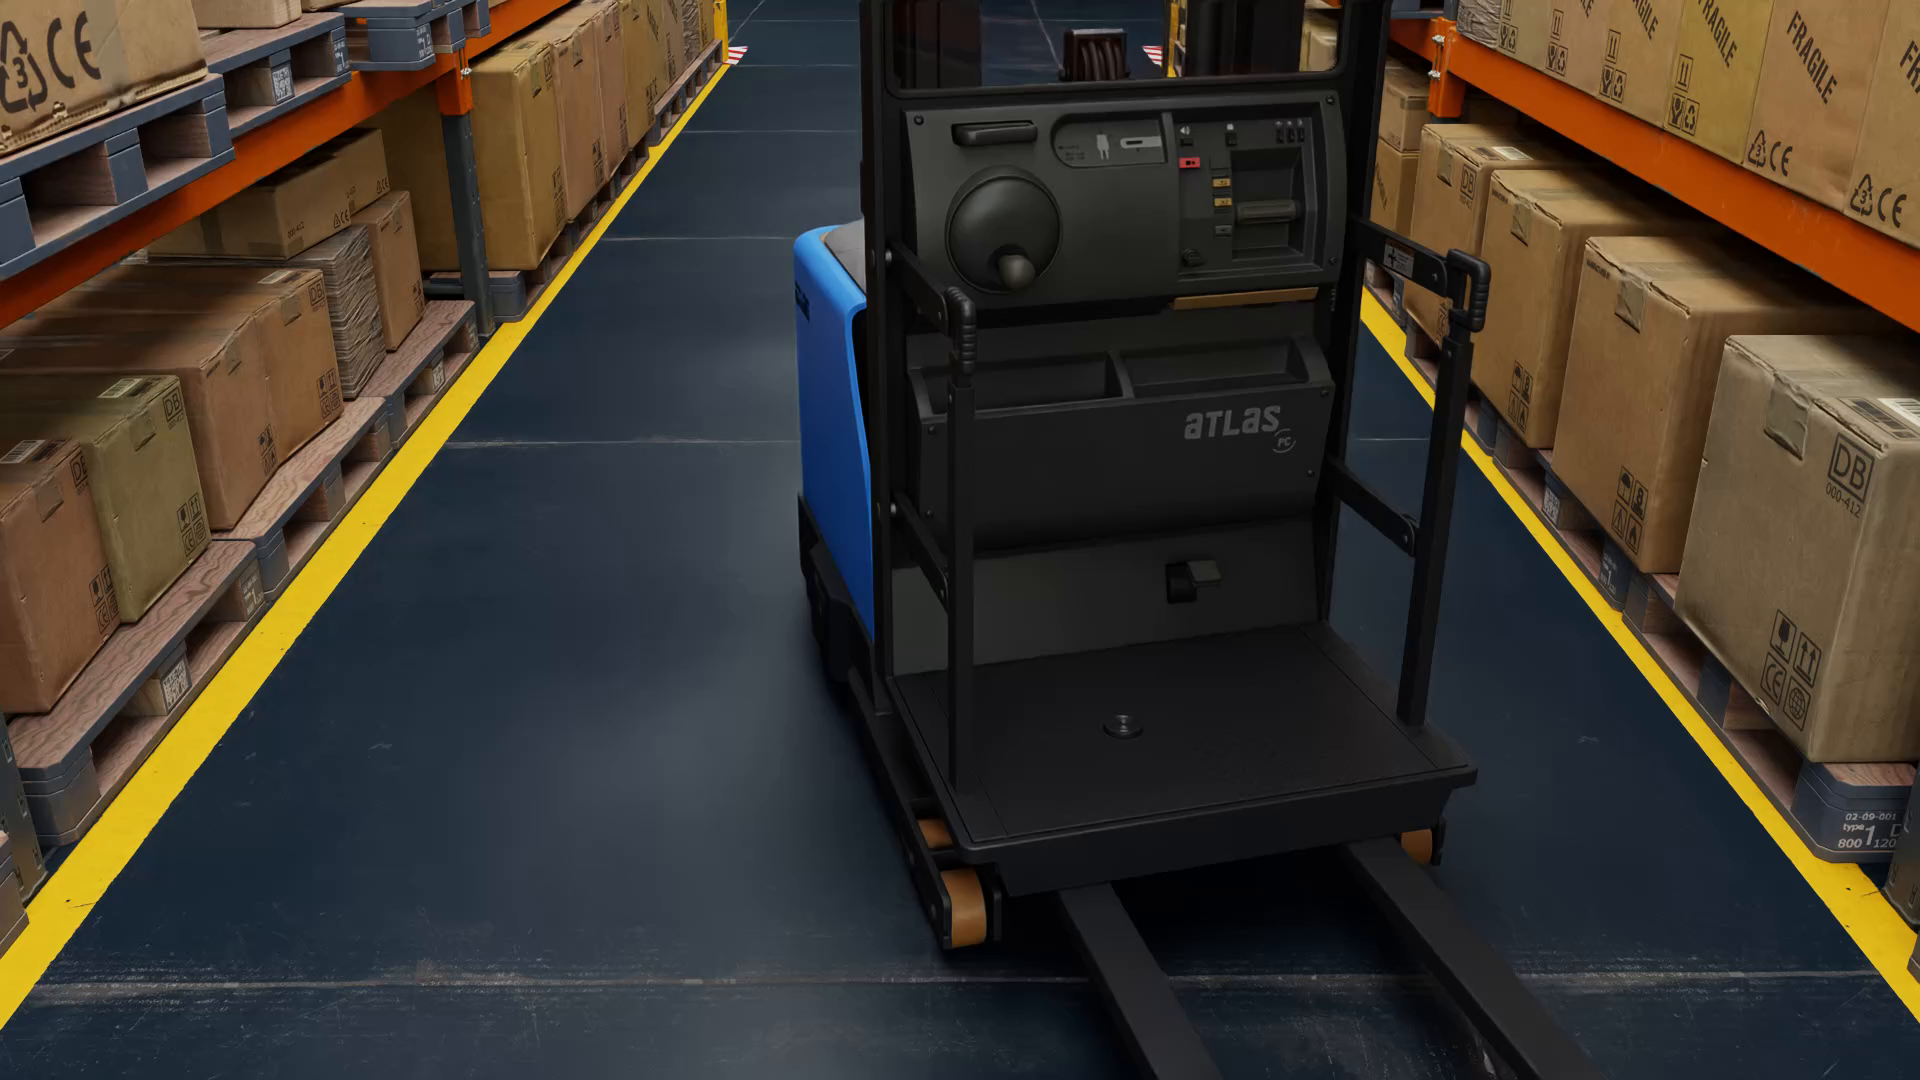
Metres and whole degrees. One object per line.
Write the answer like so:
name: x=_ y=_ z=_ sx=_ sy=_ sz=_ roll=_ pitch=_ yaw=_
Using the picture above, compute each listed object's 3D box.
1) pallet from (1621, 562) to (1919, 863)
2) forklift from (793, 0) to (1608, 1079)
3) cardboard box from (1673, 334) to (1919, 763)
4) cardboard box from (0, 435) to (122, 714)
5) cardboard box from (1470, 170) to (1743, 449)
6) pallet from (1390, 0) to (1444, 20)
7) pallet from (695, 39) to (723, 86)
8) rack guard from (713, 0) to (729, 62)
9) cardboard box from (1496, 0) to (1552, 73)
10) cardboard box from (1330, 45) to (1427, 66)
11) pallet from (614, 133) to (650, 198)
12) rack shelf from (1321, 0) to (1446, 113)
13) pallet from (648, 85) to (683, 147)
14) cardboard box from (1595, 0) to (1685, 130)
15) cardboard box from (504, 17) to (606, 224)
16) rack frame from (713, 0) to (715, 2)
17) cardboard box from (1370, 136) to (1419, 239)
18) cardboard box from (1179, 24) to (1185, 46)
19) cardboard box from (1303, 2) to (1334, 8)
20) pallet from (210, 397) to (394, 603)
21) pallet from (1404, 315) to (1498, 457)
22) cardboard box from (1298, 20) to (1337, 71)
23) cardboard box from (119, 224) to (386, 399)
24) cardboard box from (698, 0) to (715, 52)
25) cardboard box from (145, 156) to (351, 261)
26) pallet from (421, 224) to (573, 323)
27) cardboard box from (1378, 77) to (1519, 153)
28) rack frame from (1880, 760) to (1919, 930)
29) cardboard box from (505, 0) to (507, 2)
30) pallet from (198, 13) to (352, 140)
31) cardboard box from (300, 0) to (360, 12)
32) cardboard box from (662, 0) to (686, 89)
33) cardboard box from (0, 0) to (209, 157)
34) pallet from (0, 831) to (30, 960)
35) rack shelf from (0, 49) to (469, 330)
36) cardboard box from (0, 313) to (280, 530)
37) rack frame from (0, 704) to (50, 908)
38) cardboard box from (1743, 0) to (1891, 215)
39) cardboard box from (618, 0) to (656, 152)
pallet: x=2.394 y=0.369 z=4.178 sx=1.003 sy=0.211 sz=1.213 roll=0 pitch=24 yaw=-1
forklift: x=0.408 y=-0.678 z=3.192 sx=1.130 sy=2.935 sz=3.031 roll=-6 pitch=25 yaw=-14
cardboard box: x=2.381 y=-0.005 z=3.842 sx=1.050 sy=0.750 sz=0.750 roll=0 pitch=24 yaw=-1
cardboard box: x=-2.469 y=0.082 z=3.928 sx=0.700 sy=0.500 sz=0.500 roll=-2 pitch=24 yaw=-5
cardboard box: x=2.363 y=-0.787 z=5.570 sx=1.050 sy=0.750 sz=0.750 roll=0 pitch=24 yaw=0
pallet: x=2.319 y=-2.438 z=7.233 sx=1.213 sy=0.211 sz=1.003 roll=0 pitch=24 yaw=-1
pallet: x=-2.527 y=-3.948 z=13.723 sx=1.003 sy=0.211 sz=1.213 roll=0 pitch=24 yaw=-1
rack guard: x=-2.615 y=-4.419 z=14.414 sx=1.175 sy=0.500 sz=0.348 roll=0 pitch=24 yaw=-1
cardboard box: x=2.177 y=-1.882 z=5.649 sx=0.500 sy=0.500 sz=0.500 roll=0 pitch=24 yaw=-1
cardboard box: x=2.158 y=-2.324 z=8.363 sx=0.500 sy=0.250 sz=0.500 roll=0 pitch=24 yaw=1
pallet: x=-2.487 y=-2.311 z=10.105 sx=1.003 sy=0.211 sz=1.213 roll=0 pitch=24 yaw=-1
rack shelf: x=2.412 y=-2.728 z=8.515 sx=1.077 sy=0.370 sz=4.000 roll=0 pitch=24 yaw=-1
pallet: x=-2.501 y=-2.943 z=11.500 sx=1.003 sy=0.211 sz=1.213 roll=0 pitch=24 yaw=-1
cardboard box: x=2.185 y=-1.469 z=4.736 sx=0.500 sy=0.500 sz=0.500 roll=-1 pitch=24 yaw=-1
cardboard box: x=-2.516 y=-2.126 z=8.380 sx=1.225 sy=0.875 sz=0.875 roll=0 pitch=24 yaw=0
rack frame: x=-2.614 y=-5.548 z=13.877 sx=1.000 sy=3.000 sz=0.127 roll=0 pitch=24 yaw=-1
cardboard box: x=2.165 y=-1.554 z=7.571 sx=0.500 sy=0.500 sz=0.500 roll=0 pitch=24 yaw=-1
cardboard box: x=2.032 y=-4.204 z=13.854 sx=0.380 sy=0.149 sz=0.250 roll=0 pitch=24 yaw=1
cardboard box: x=2.679 y=-4.048 z=12.787 sx=0.380 sy=0.149 sz=0.250 roll=1 pitch=24 yaw=1
pallet: x=-2.510 y=-0.157 z=5.342 sx=1.003 sy=0.211 sz=1.213 roll=0 pitch=24 yaw=-1
pallet: x=2.367 y=-0.636 z=6.401 sx=1.003 sy=0.211 sz=1.213 roll=0 pitch=24 yaw=-1
cardboard box: x=2.142 y=-2.749 z=9.302 sx=0.500 sy=0.250 sz=0.500 roll=0 pitch=24 yaw=1
cardboard box: x=-2.481 y=-0.808 z=5.897 sx=0.700 sy=0.500 sz=0.500 roll=-2 pitch=24 yaw=-5
cardboard box: x=-2.527 y=-4.508 z=13.646 sx=0.875 sy=0.875 sz=0.875 roll=0 pitch=24 yaw=-1
cardboard box: x=-2.474 y=-1.160 z=5.764 sx=0.500 sy=0.250 sz=0.500 roll=2 pitch=24 yaw=5
pallet: x=-2.460 y=-1.306 z=7.881 sx=1.003 sy=0.211 sz=1.213 roll=0 pitch=24 yaw=-1
cardboard box: x=2.164 y=-1.907 z=7.440 sx=0.500 sy=0.250 sz=0.500 roll=-1 pitch=24 yaw=-2
rack frame: x=2.477 y=-0.584 z=2.901 sx=1.000 sy=3.000 sz=0.127 roll=0 pitch=24 yaw=-1
cardboard box: x=-2.268 y=-2.711 z=7.483 sx=0.500 sy=0.500 sz=0.500 roll=-1 pitch=24 yaw=-2
pallet: x=-2.464 y=-1.348 z=4.824 sx=1.003 sy=0.211 sz=1.213 roll=0 pitch=24 yaw=-1
cardboard box: x=-2.375 y=-2.036 z=5.481 sx=0.700 sy=0.500 sz=0.500 roll=3 pitch=25 yaw=7
cardboard box: x=-2.508 y=-3.766 z=12.006 sx=0.875 sy=0.875 sz=0.875 roll=0 pitch=24 yaw=-1
cardboard box: x=-2.352 y=-1.396 z=3.459 sx=1.000 sy=1.000 sz=1.000 roll=0 pitch=24 yaw=0
pallet: x=-2.441 y=0.944 z=2.907 sx=1.003 sy=0.211 sz=1.213 roll=0 pitch=24 yaw=-1
rack shelf: x=-2.505 y=-1.099 z=4.914 sx=1.077 sy=0.370 sz=4.000 roll=0 pitch=24 yaw=-1
cardboard box: x=-2.461 y=-0.345 z=4.872 sx=0.700 sy=0.500 sz=0.500 roll=-2 pitch=24 yaw=-5
rack frame: x=-2.483 y=-0.603 z=2.943 sx=1.000 sy=3.000 sz=0.127 roll=0 pitch=24 yaw=-1
cardboard box: x=2.199 y=-1.051 z=3.813 sx=0.500 sy=0.500 sz=0.500 roll=-1 pitch=24 yaw=-1
cardboard box: x=-2.544 y=-2.859 z=10.001 sx=1.225 sy=0.875 sz=0.875 roll=0 pitch=24 yaw=0
